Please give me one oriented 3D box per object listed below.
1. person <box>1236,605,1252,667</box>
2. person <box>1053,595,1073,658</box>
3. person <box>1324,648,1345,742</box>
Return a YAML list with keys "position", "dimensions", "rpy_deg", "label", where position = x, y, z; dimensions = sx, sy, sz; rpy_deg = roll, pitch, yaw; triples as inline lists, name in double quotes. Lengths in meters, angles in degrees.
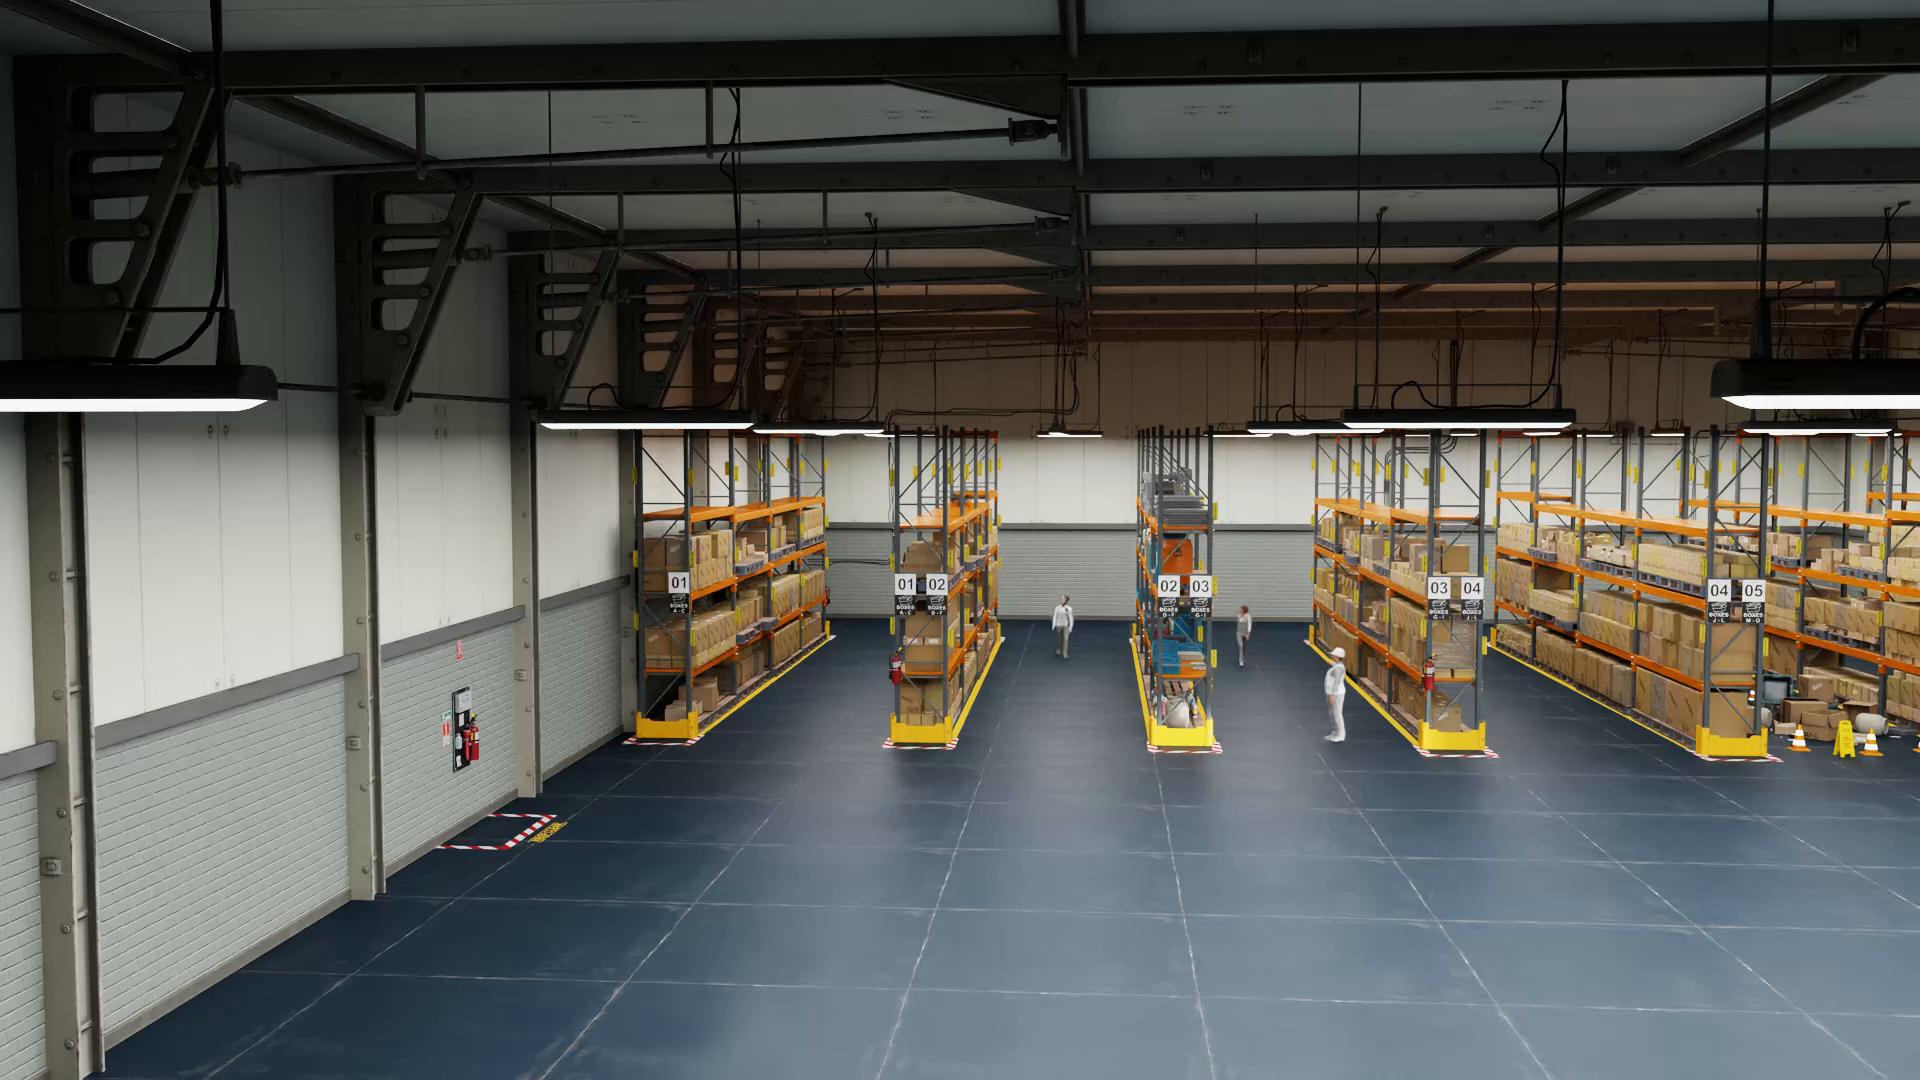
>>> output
- position: [7.202, 2.412, 42.295]
  dimensions: [0.382, 1.539, 0.962]
  rpy_deg: [0, 3, 0]
  label: "person"
- position: [2.706, 2.267, 43.803]
  dimensions: [0.561, 1.640, 0.951]
  rpy_deg: [0, 3, -1]
  label: "person"
- position: [7.136, 2.937, 31.670]
  dimensions: [0.404, 1.780, 0.590]
  rpy_deg: [0, 3, -8]
  label: "person"
